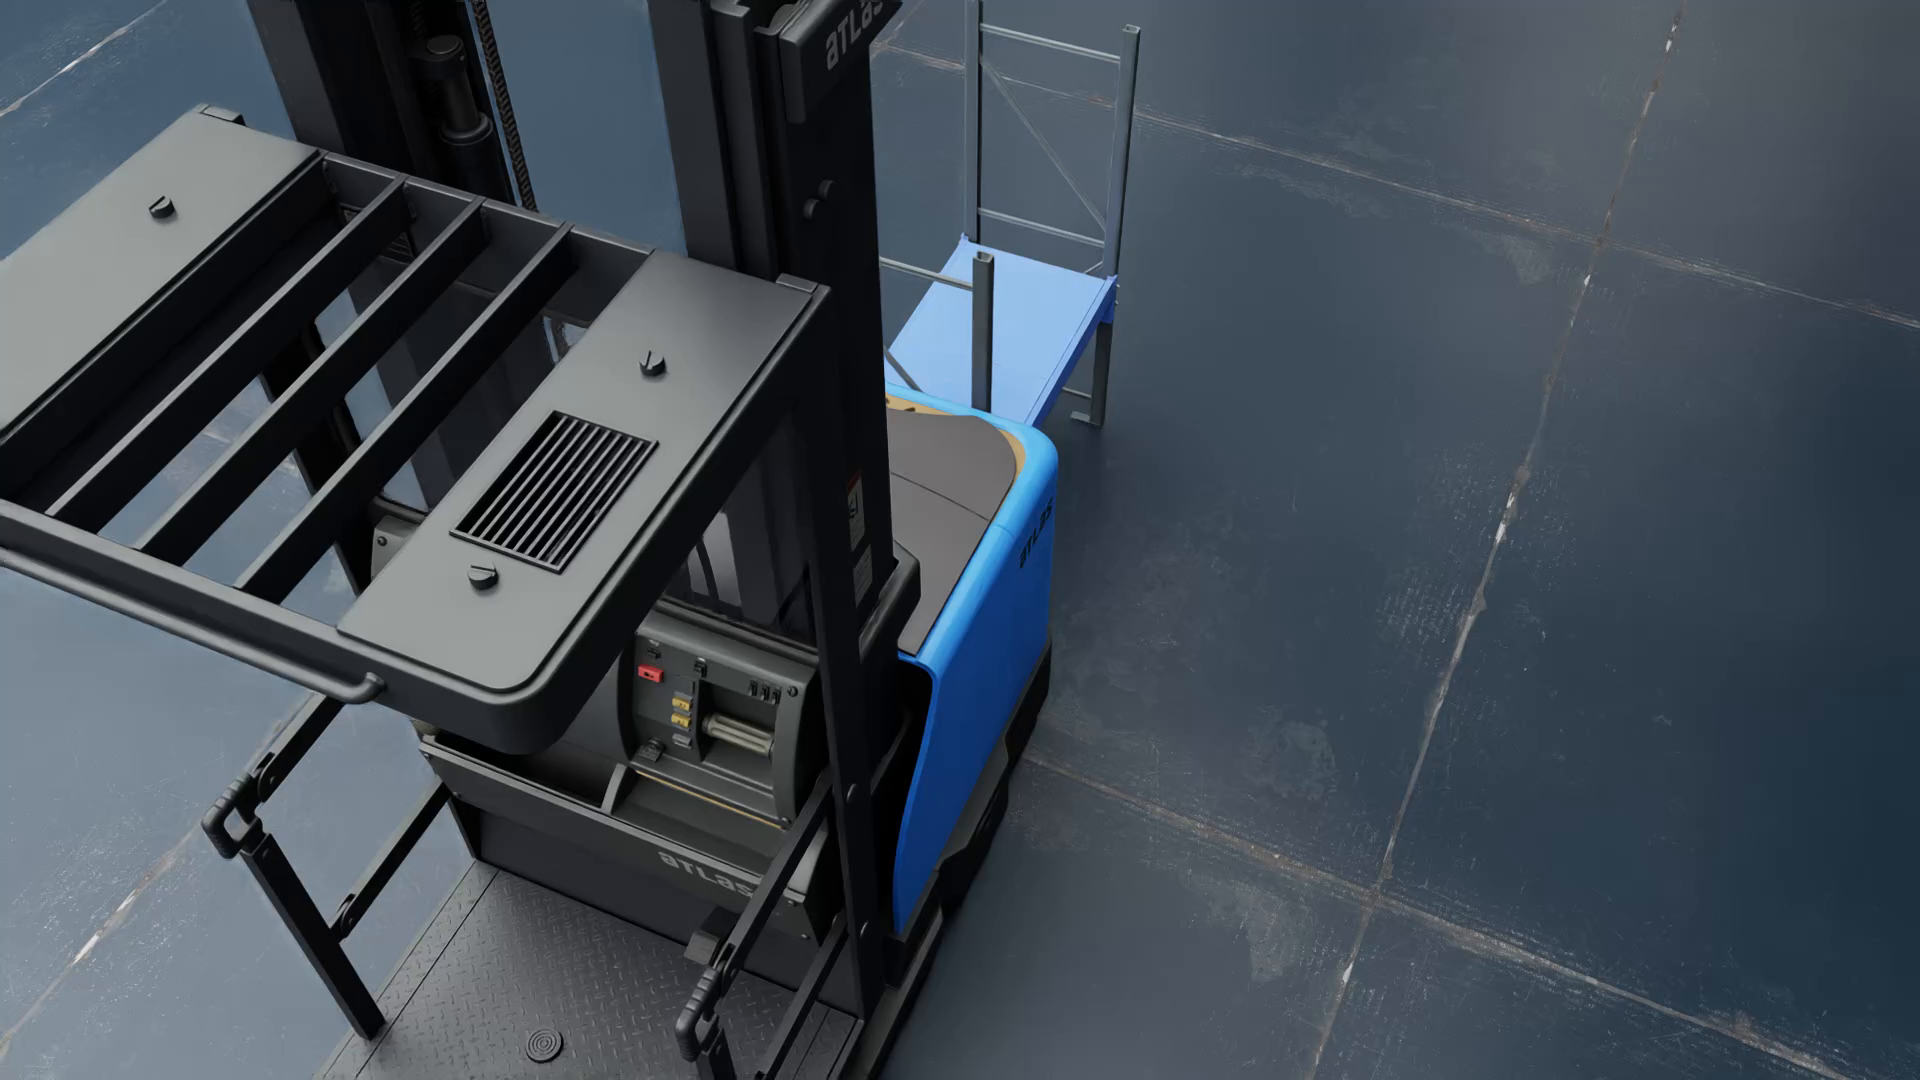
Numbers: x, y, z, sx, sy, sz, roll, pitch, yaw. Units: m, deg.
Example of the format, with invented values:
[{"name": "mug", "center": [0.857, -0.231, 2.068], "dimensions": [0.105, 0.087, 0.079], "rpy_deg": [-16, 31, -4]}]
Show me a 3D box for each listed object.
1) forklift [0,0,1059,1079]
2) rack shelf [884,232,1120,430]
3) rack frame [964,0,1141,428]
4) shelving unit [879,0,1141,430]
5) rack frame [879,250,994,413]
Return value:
[{"name": "forklift", "center": [-0.794, 0.370, 3.011], "dimensions": [1.130, 2.935, 3.031], "rpy_deg": [18, 52, 15]}, {"name": "rack shelf", "center": [0.047, -0.477, 4.907], "dimensions": [0.538, 0.185, 1.000], "rpy_deg": [18, 52, 15]}, {"name": "rack frame", "center": [0.249, -0.949, 5.073], "dimensions": [0.500, 1.500, 0.032], "rpy_deg": [18, 52, 15]}, {"name": "shelving unit", "center": [0.047, -0.594, 4.770], "dimensions": [0.538, 1.500, 1.048], "rpy_deg": [18, 52, 15]}, {"name": "rack frame", "center": [-0.155, -0.238, 4.468], "dimensions": [0.500, 1.500, 0.032], "rpy_deg": [18, 52, 15]}]
